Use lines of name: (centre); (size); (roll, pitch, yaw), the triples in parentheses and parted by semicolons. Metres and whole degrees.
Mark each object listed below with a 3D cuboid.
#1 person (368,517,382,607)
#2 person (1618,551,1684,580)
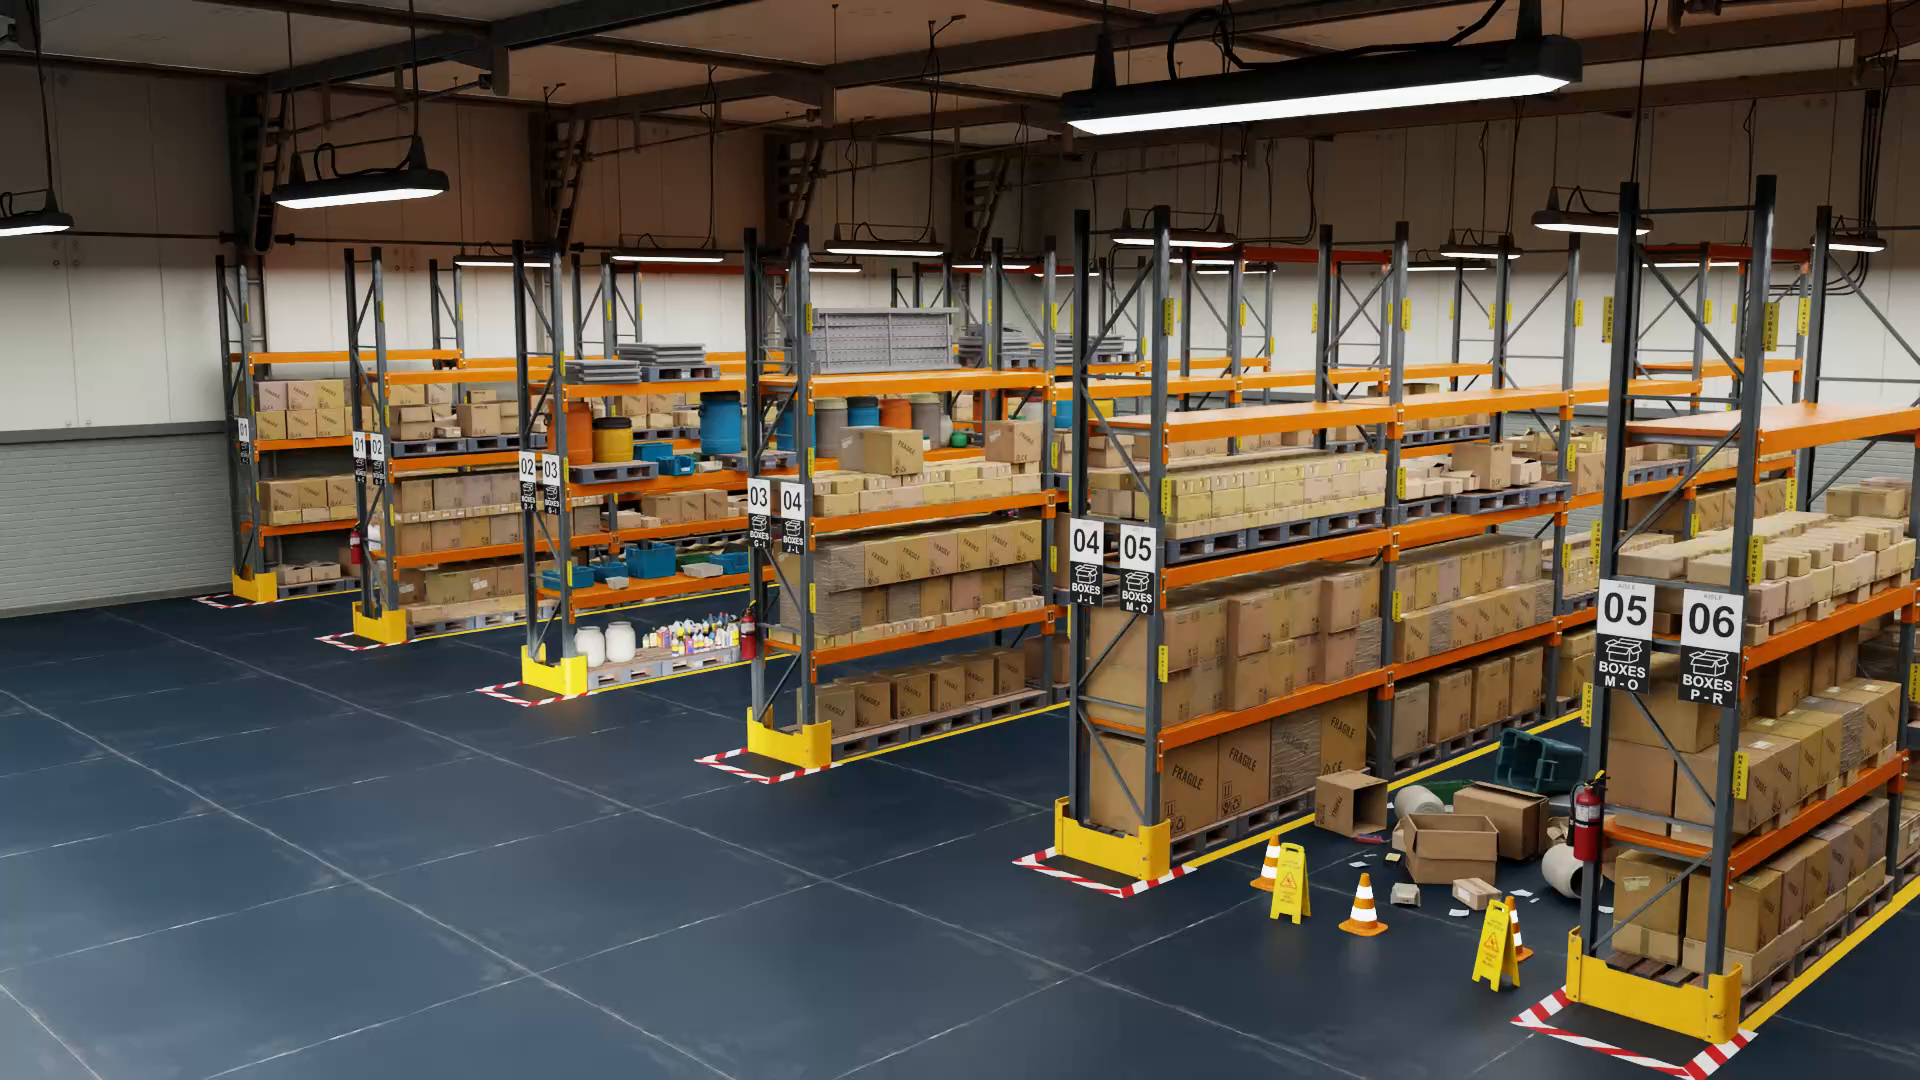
person: (-10.077, 0.317, 28.553); (0.522, 1.661, 0.421); (-8, 11, -43)
person: (7.287, 1.644, 13.007); (4.603, 3.292, 2.622); (2, 8, 11)
